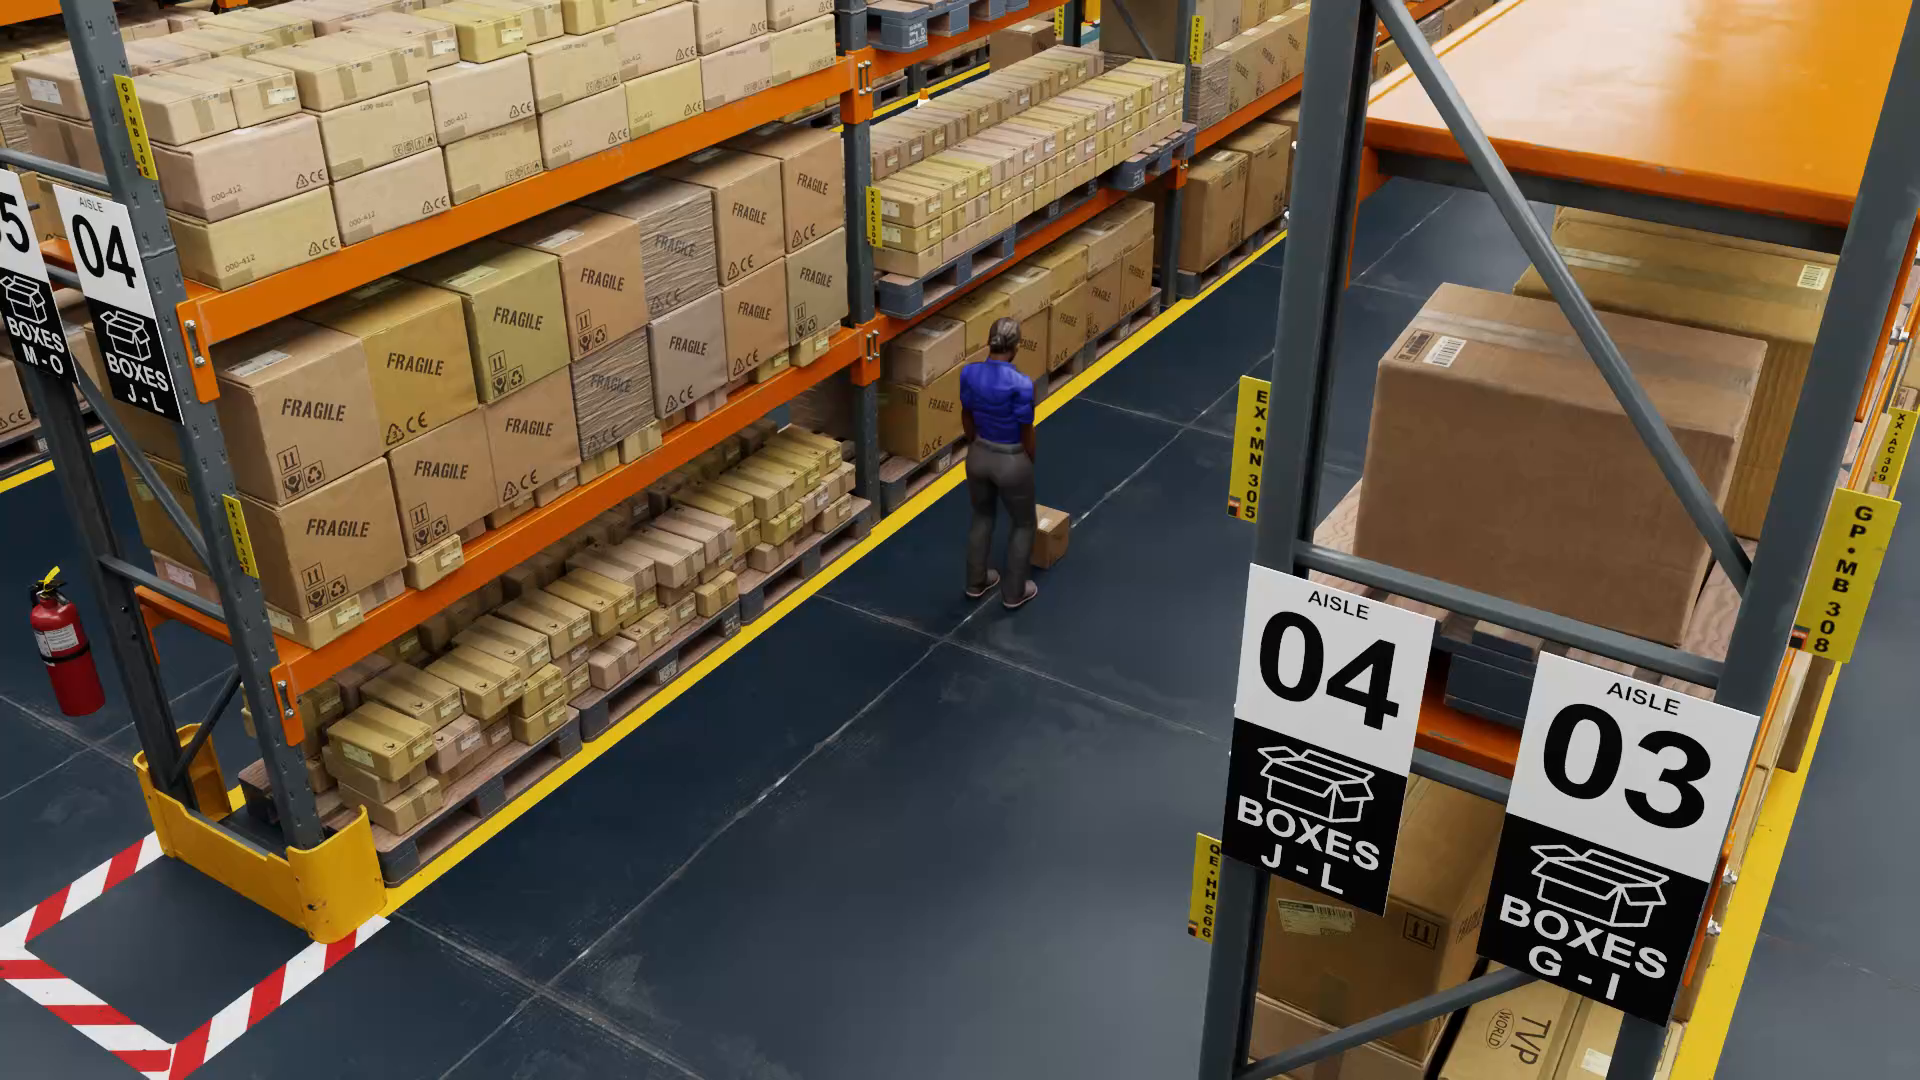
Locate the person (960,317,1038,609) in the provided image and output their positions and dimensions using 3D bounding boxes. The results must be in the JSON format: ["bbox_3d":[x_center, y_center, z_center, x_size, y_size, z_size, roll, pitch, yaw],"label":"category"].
[{"bbox_3d":[0.203,-0.406,8.909,0.448,1.631,0.343,17,35,27],"label":"person"}]
